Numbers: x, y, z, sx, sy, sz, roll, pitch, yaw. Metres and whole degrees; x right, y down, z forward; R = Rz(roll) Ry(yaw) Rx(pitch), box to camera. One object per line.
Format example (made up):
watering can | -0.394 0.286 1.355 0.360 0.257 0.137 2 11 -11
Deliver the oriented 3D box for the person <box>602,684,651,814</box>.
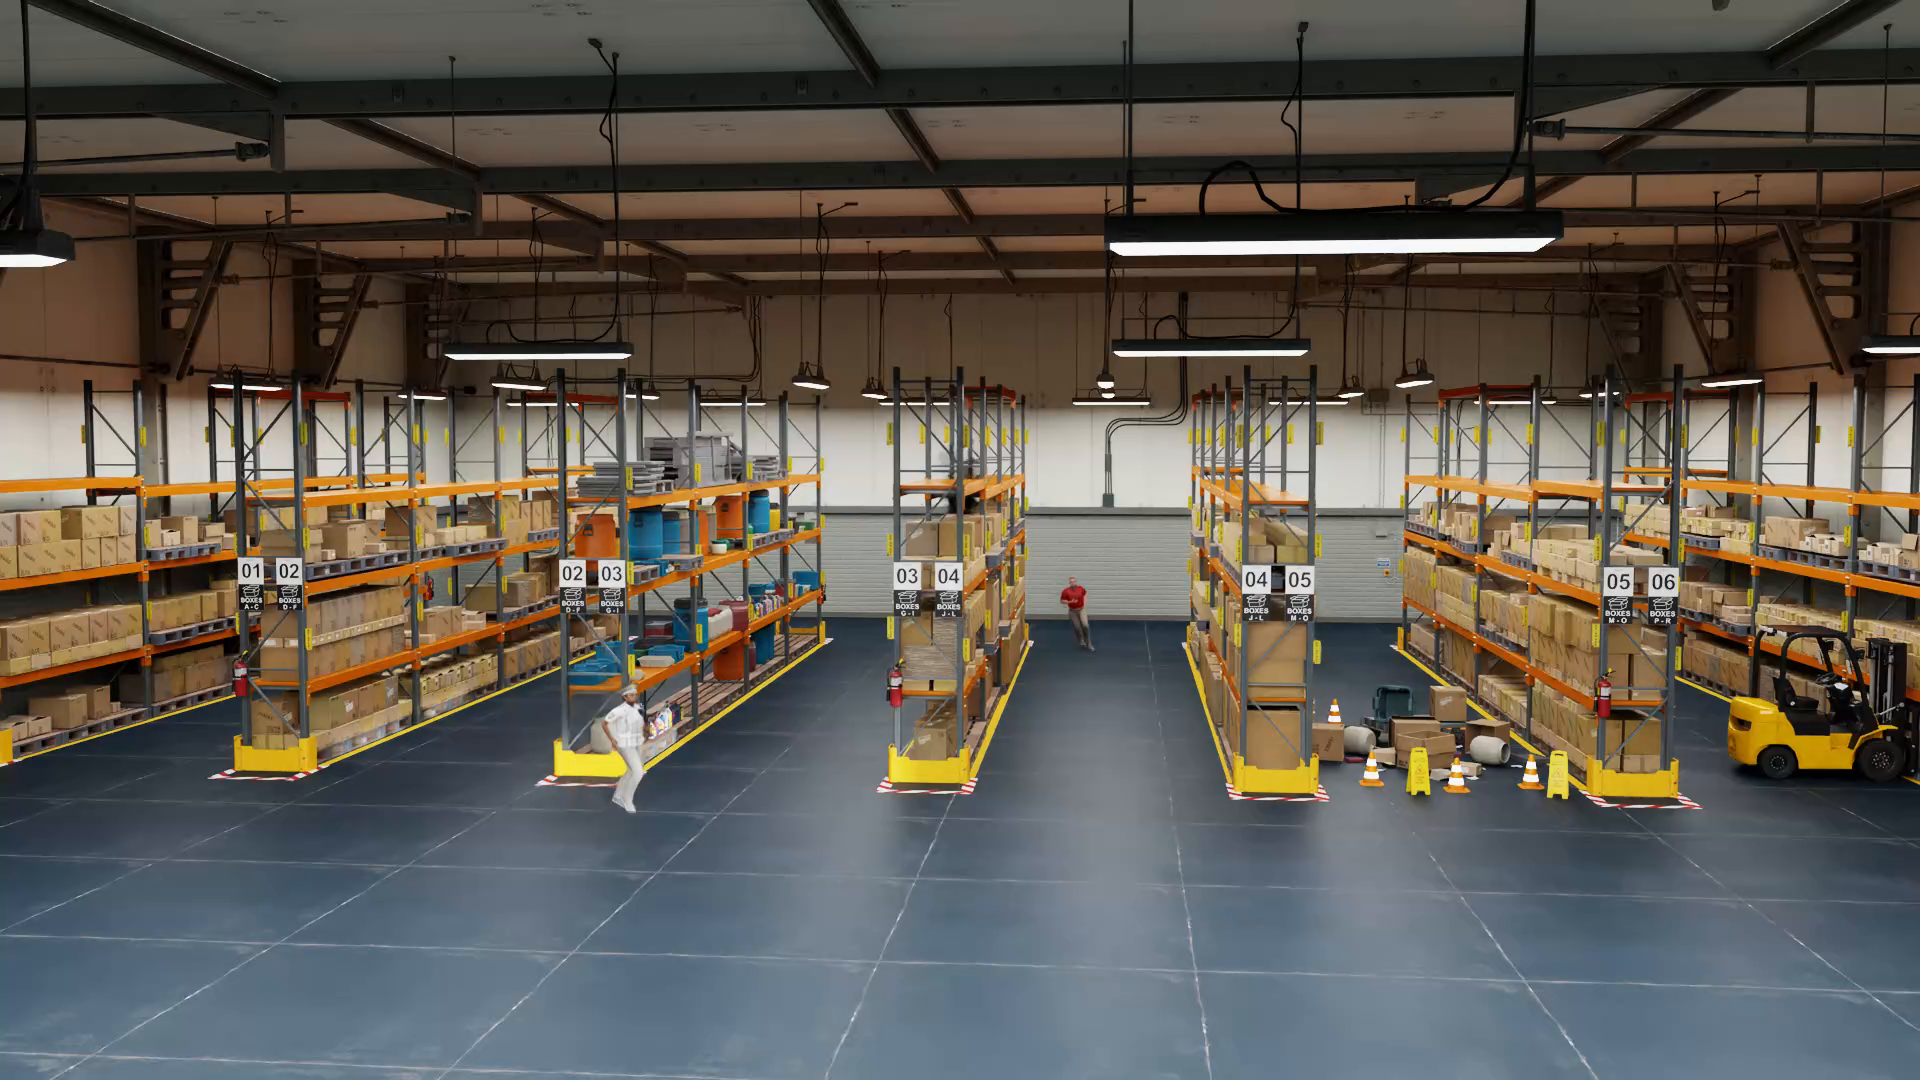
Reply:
person | -4.401 2.783 22.210 0.709 1.727 0.541 2 4 29

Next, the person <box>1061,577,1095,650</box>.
person | 2.762 1.744 39.313 0.792 1.741 0.735 0 4 -2
